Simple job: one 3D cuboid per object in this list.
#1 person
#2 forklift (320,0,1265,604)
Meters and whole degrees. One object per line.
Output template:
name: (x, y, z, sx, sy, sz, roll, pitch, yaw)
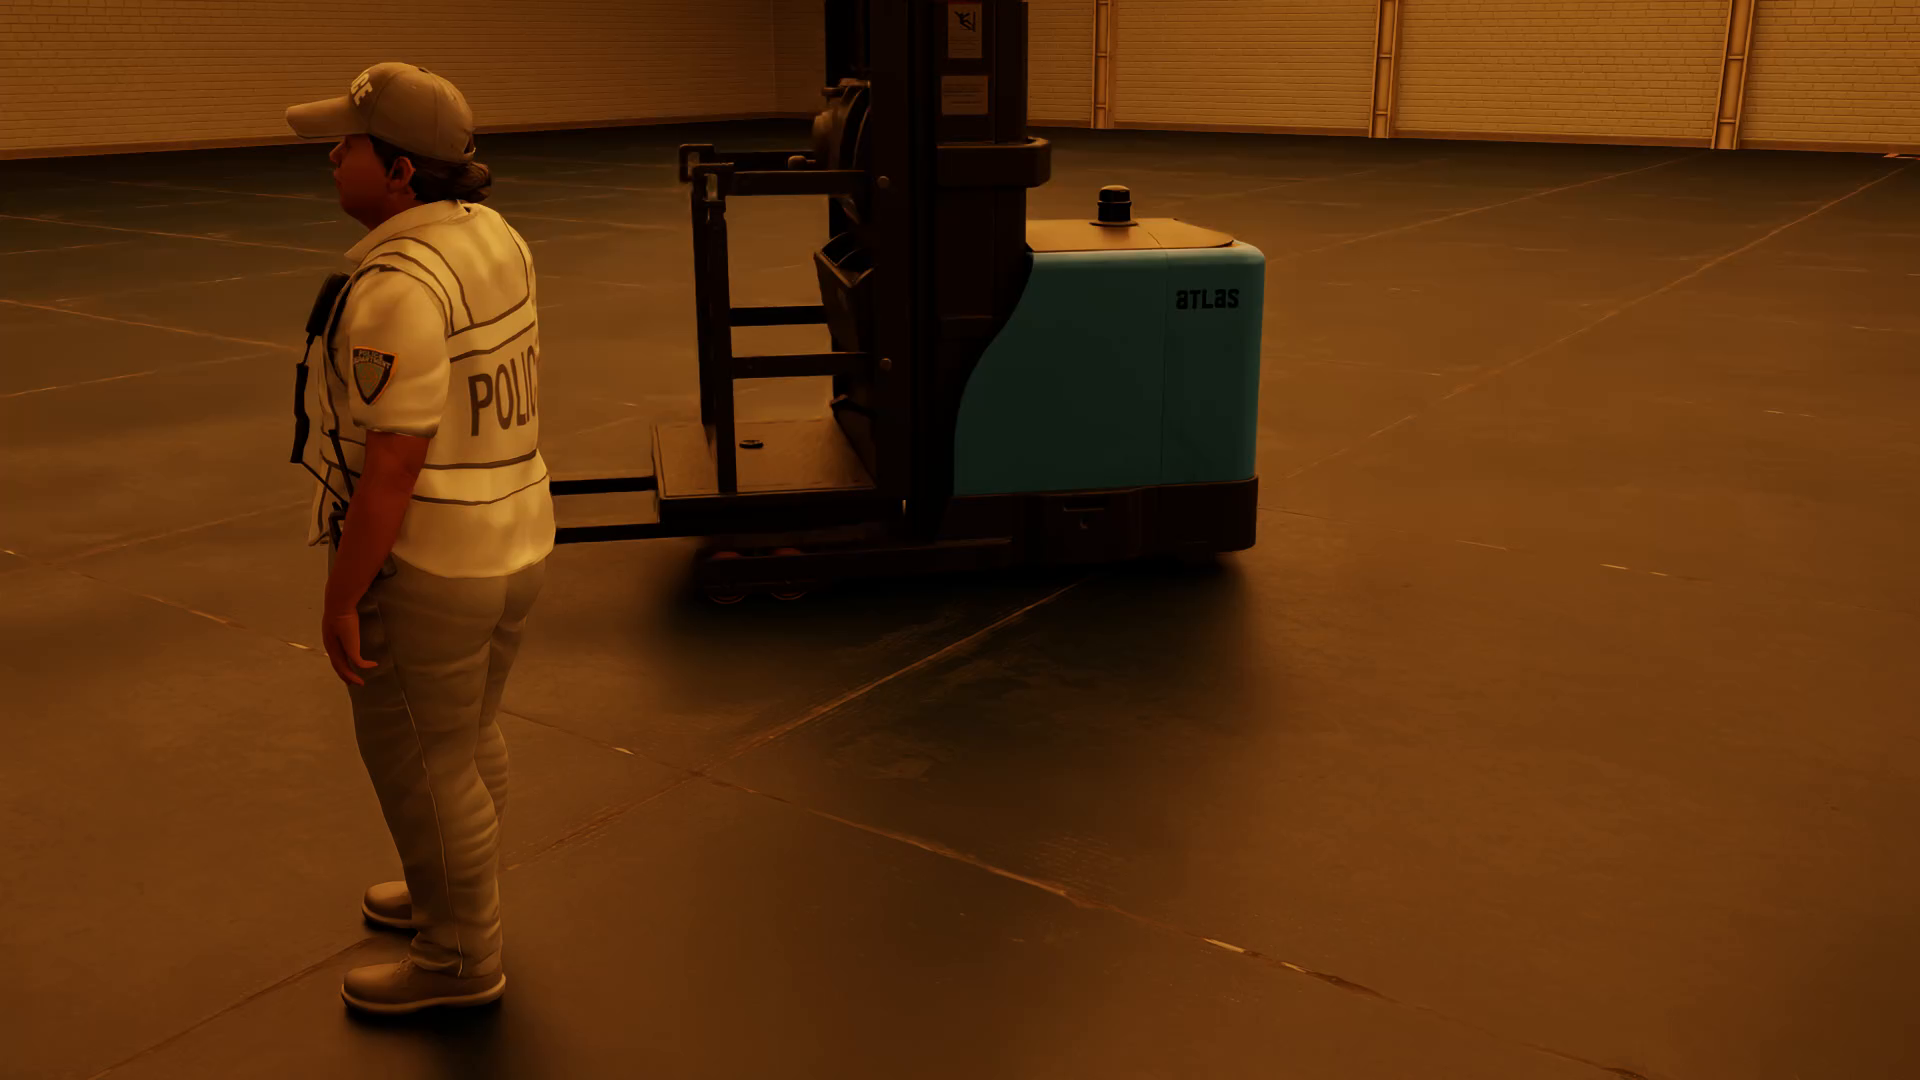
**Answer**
person: (-0.983, 0.034, 2.901, 0.531, 1.670, 0.596, 2, 17, 7)
forklift: (-0.566, -1.365, 5.397, 3.031, 2.935, 1.130, -3, 17, -11)
